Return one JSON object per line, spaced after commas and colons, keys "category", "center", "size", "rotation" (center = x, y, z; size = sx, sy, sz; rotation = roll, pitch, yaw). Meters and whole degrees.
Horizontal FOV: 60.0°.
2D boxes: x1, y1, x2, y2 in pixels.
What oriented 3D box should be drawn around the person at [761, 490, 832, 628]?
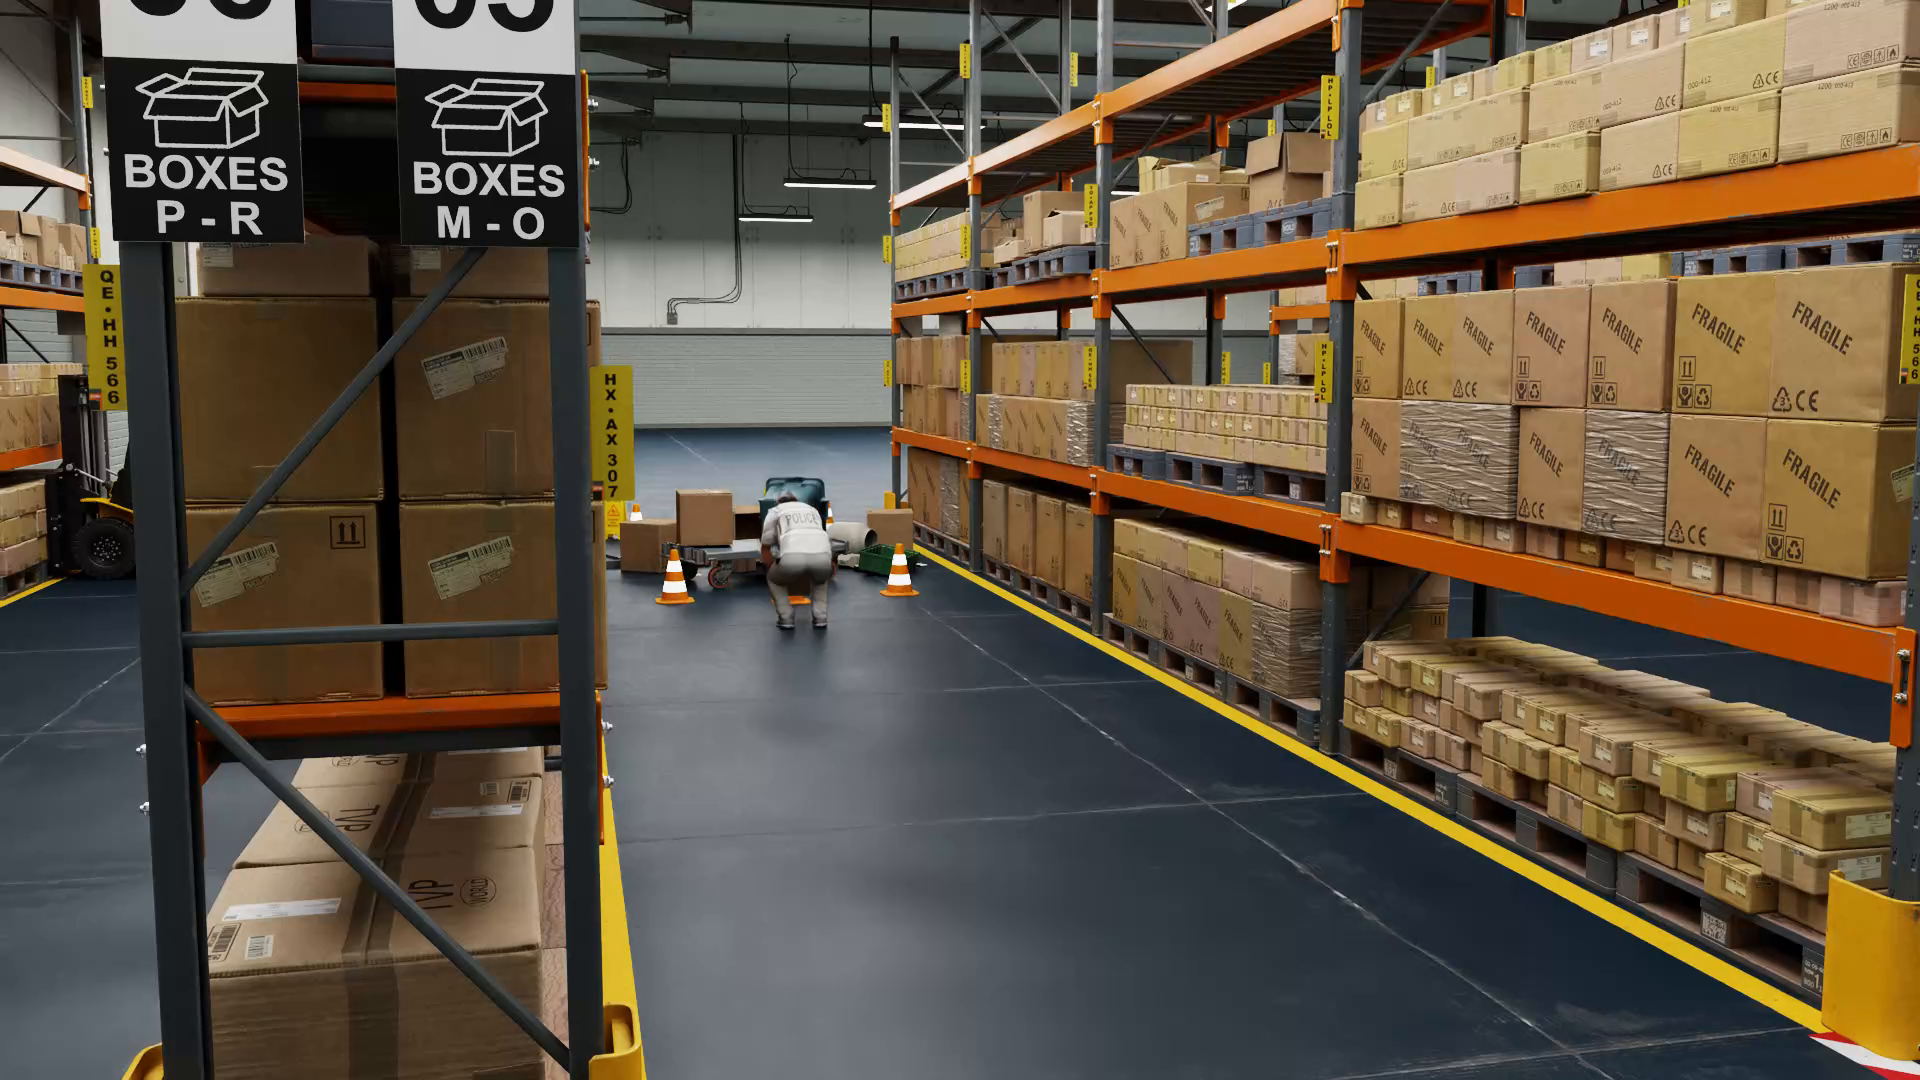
{"category": "person", "center": [-1.322, 0.157, 13.446], "size": [0.535, 1.084, 0.831], "rotation": [-2, 6, -14]}
